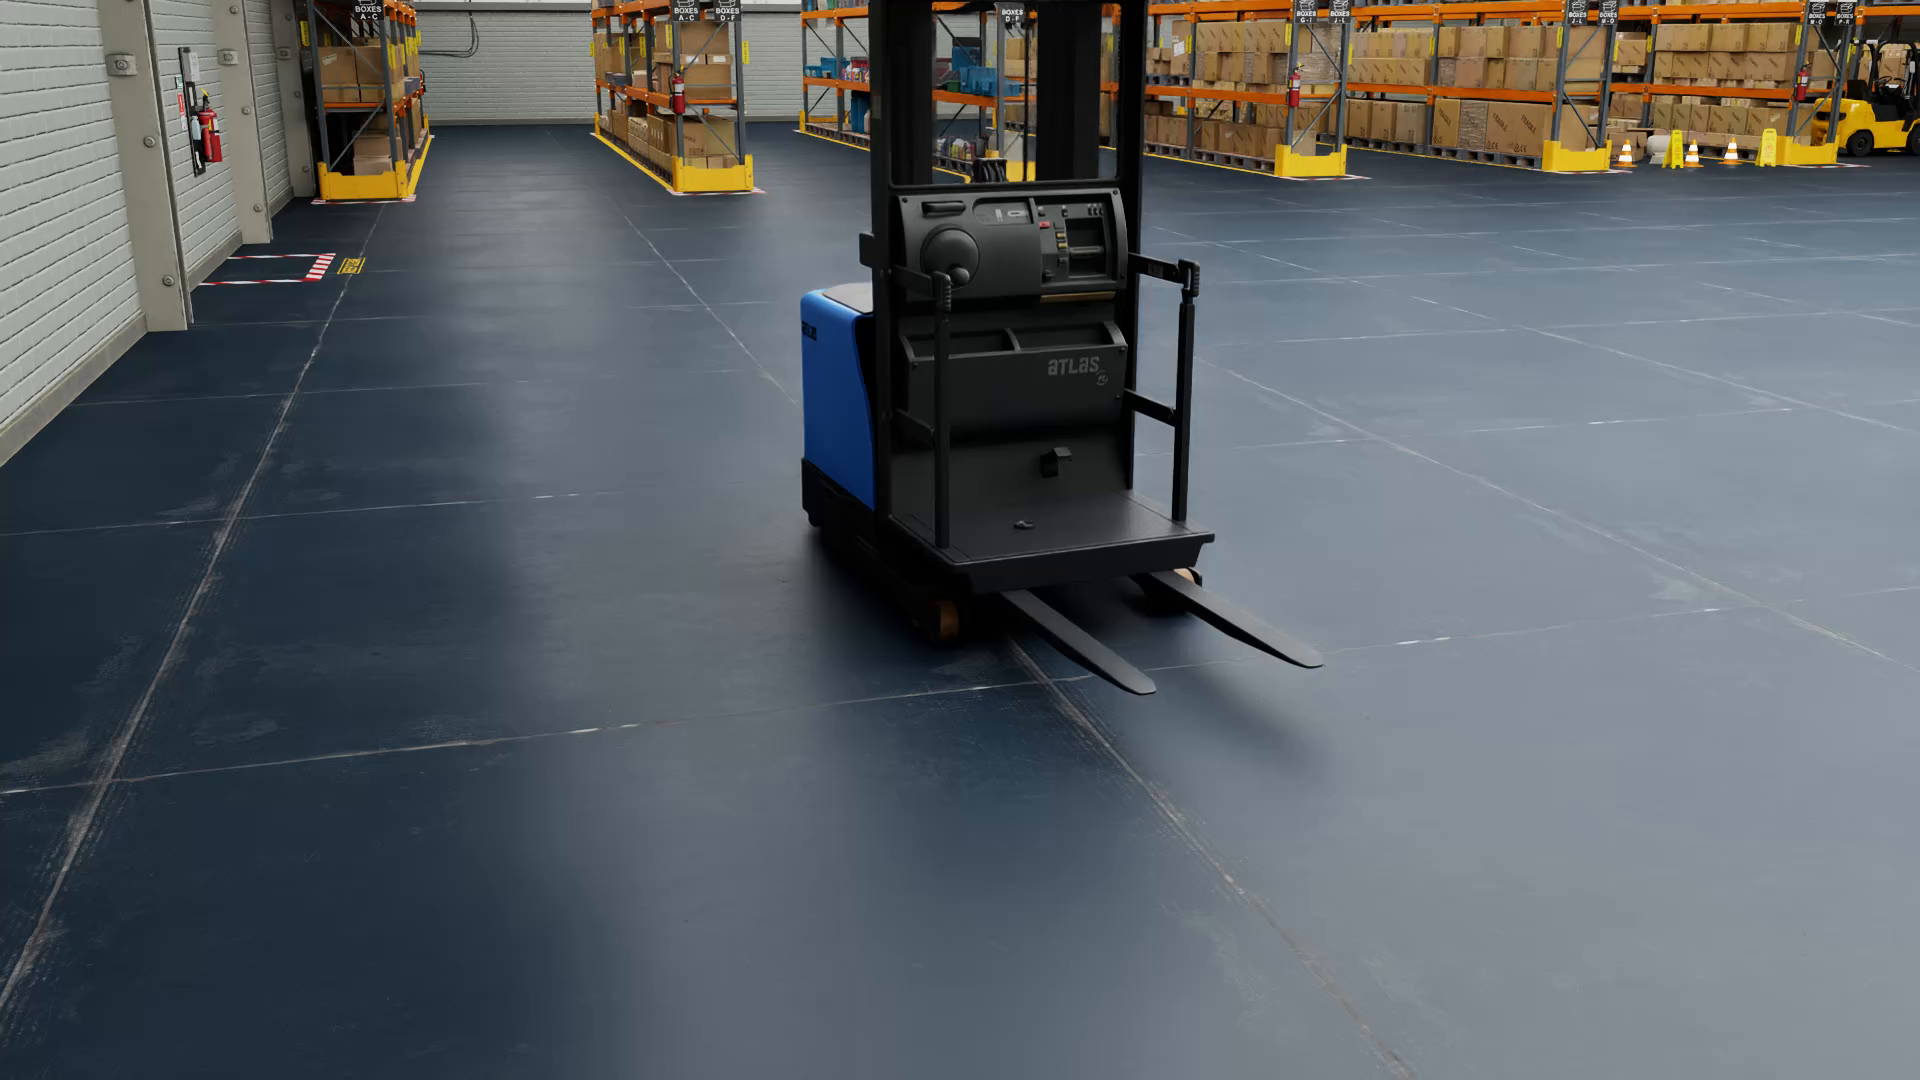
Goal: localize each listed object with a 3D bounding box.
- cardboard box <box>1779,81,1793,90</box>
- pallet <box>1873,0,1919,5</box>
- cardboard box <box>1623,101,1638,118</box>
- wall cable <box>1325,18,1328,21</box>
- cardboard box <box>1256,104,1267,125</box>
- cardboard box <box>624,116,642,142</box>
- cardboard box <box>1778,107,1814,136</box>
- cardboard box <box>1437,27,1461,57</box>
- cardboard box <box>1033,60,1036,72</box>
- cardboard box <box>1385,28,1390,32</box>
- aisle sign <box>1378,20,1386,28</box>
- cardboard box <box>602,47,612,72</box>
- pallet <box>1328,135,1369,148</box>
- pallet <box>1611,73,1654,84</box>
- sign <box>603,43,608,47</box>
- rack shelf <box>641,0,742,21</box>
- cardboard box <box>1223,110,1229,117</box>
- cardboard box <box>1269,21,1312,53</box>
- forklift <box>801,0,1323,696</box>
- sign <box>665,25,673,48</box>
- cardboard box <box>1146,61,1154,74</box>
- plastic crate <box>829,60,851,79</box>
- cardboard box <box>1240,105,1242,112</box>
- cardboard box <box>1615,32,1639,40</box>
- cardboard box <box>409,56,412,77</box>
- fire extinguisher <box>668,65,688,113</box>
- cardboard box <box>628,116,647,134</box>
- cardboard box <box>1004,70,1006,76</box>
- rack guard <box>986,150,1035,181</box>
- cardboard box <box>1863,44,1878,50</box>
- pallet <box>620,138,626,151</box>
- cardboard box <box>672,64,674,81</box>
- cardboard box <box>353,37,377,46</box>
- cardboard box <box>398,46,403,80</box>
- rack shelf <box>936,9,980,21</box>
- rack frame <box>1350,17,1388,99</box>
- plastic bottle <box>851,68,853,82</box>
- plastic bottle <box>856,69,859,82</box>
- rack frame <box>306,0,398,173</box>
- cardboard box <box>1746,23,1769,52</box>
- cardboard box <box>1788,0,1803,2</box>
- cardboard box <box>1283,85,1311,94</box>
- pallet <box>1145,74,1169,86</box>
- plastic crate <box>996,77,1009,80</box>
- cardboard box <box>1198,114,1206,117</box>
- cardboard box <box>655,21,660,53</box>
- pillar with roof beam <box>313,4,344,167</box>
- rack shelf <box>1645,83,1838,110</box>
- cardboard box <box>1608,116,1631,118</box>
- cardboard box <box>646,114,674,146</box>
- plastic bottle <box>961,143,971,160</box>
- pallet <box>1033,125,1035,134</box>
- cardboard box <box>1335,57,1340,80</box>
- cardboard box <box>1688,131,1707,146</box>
[{"bbox_3d":[15.047,-8.222,30.045,0.380,0.149,0.250,-4,17,-13],"label":"cardboard box"},{"bbox_3d":[19.287,-10.916,33.517,1.003,0.211,1.213,-5,17,-15],"label":"pallet"},{"bbox_3d":[16.901,-10.674,41.388,0.500,0.500,0.500,-5,17,-16],"label":"cardboard box"},{"bbox_3d":[10.747,-14.841,49.879,0.588,1.984,0.122,-5,17,-15],"label":"wall cable"},{"bbox_3d":[7.274,-9.934,38.924,0.500,0.500,0.500,-4,17,-13],"label":"cardboard box"},{"bbox_3d":[-6.380,-8.156,32.972,0.500,0.500,0.500,-4,17,-13],"label":"cardboard box"},{"bbox_3d":[15.392,-7.750,30.786,0.500,0.500,0.500,-5,18,-17],"label":"cardboard box"},{"bbox_3d":[9.593,-9.427,31.483,0.875,0.550,0.550,-5,17,-15],"label":"cardboard box"},{"bbox_3d":[2.011,-11.106,38.955,0.500,0.250,0.500,-4,17,-14],"label":"cardboard box"},{"bbox_3d":[11.132,-13.039,42.605,0.380,0.149,0.250,-5,17,-15],"label":"cardboard box"},{"bbox_3d":[11.236,-13.971,44.229,0.394,0.787,0.004,-5,17,-15],"label":"aisle sign"},{"bbox_3d":[-7.082,-10.109,34.989,0.700,0.500,0.500,-12,20,-34],"label":"cardboard box"},{"bbox_3d":[8.569,-8.490,35.347,1.003,0.211,1.213,-5,17,-15],"label":"pallet"},{"bbox_3d":[14.186,-9.493,34.174,1.003,0.211,1.213,-5,17,-15],"label":"pallet"},{"bbox_3d":[-7.517,-10.379,35.285,0.100,0.325,0.005,-5,17,-15],"label":"sign"},{"bbox_3d":[-4.249,-8.335,26.023,1.077,0.370,4.000,-5,17,-15],"label":"rack shelf"},{"bbox_3d":[6.693,-10.488,40.863,0.380,0.149,0.250,-4,17,-14],"label":"cardboard box"},{"bbox_3d":[5.438,-8.274,27.353,0.500,0.500,0.500,-5,17,-15],"label":"cardboard box"},{"bbox_3d":[0.293,-1.157,6.209,1.130,2.935,3.031,-7,18,-21],"label":"forklift"},{"bbox_3d":[-4.225,-7.319,24.178,0.100,0.325,0.005,-5,17,-15],"label":"sign"},{"bbox_3d":[3.868,-9.332,32.837,0.500,0.250,0.500,-5,17,-17],"label":"cardboard box"},{"bbox_3d":[-2.690,-10.523,37.193,0.392,0.384,0.575,-5,17,-15],"label":"plastic crate"},{"bbox_3d":[6.869,-10.422,40.124,0.380,0.149,0.250,-4,17,-15],"label":"cardboard box"},{"bbox_3d":[13.710,-10.363,34.191,0.380,0.149,0.250,-5,17,-17],"label":"cardboard box"},{"bbox_3d":[-10.682,-9.010,31.508,0.500,0.500,0.500,-4,17,-13],"label":"cardboard box"},{"bbox_3d":[-4.113,-6.583,24.289,0.296,0.674,0.183,-5,17,-15],"label":"fire extinguisher"},{"bbox_3d":[-6.036,-7.887,31.571,0.500,0.311,0.500,-4,17,-13],"label":"cardboard box"},{"bbox_3d":[1.282,-11.582,41.233,0.380,0.149,0.250,-5,17,-16],"label":"cardboard box"},{"bbox_3d":[0.998,-5.901,26.227,1.175,0.500,0.348,-5,17,-15],"label":"rack guard"},{"bbox_3d":[18.830,-10.145,34.192,0.380,0.149,0.250,-4,17,-14],"label":"cardboard box"},{"bbox_3d":[-6.398,-8.113,34.096,1.003,0.211,1.213,-5,17,-15],"label":"pallet"},{"bbox_3d":[-4.095,-7.151,25.869,0.700,0.500,0.500,-5,17,-15],"label":"cardboard box"},{"bbox_3d":[-11.034,-9.174,30.750,0.500,0.250,0.500,-4,17,-14],"label":"cardboard box"},{"bbox_3d":[-8.990,-7.457,25.984,0.500,0.500,0.500,-5,17,-16],"label":"cardboard box"},{"bbox_3d":[-0.584,-9.832,31.006,1.077,0.370,4.000,-5,17,-15],"label":"rack shelf"},{"bbox_3d":[10.958,-12.681,44.455,1.000,3.000,0.127,-5,17,-15],"label":"rack frame"},{"bbox_3d":[-2.299,-9.963,35.609,0.061,0.283,0.133,-5,17,-15],"label":"plastic bottle"},{"bbox_3d":[-2.149,-9.825,35.171,0.097,0.271,0.097,0,17,0],"label":"plastic bottle"},{"bbox_3d":[-8.461,-6.297,23.202,1.000,3.000,0.127,-5,17,-15],"label":"rack frame"},{"bbox_3d":[14.873,-9.189,30.401,0.700,0.500,0.500,-5,17,-15],"label":"cardboard box"},{"bbox_3d":[14.988,-9.648,29.581,0.380,0.149,0.250,-5,17,-15],"label":"cardboard box"},{"bbox_3d":[5.550,-7.414,27.357,0.380,0.149,0.250,-5,17,-15],"label":"cardboard box"},{"bbox_3d":[4.212,-9.049,32.695,1.003,0.211,1.213,-5,17,-15],"label":"pallet"},{"bbox_3d":[0.530,-7.831,28.566,0.499,0.251,0.616,-5,17,-15],"label":"plastic crate"},{"bbox_3d":[6.253,-10.714,42.131,0.380,0.149,0.250,-4,17,-15],"label":"cardboard box"},{"bbox_3d":[-4.670,-8.343,27.584,0.700,0.500,0.500,-5,17,-15],"label":"cardboard box"},{"bbox_3d":[-6.995,-11.296,29.414,9.100,9.000,0.400,-5,17,-15],"label":"pillar with roof beam"},{"bbox_3d":[14.806,-8.464,31.666,1.077,0.370,4.000,-5,17,-15],"label":"rack shelf"},{"bbox_3d":[13.716,-8.840,35.506,0.950,0.372,0.625,-4,17,-13],"label":"cardboard box"},{"bbox_3d":[-4.972,-6.887,27.910,0.500,0.500,0.500,-5,17,-15],"label":"cardboard box"},{"bbox_3d":[0.095,-6.532,27.953,0.152,0.276,0.135,-5,17,-15],"label":"plastic bottle"},{"bbox_3d":[2.395,-9.672,39.285,1.003,0.211,1.213,-5,17,-15],"label":"pallet"},{"bbox_3d":[8.289,-9.951,35.193,0.500,0.500,0.500,-5,17,-15],"label":"cardboard box"},{"bbox_3d":[14.464,-7.768,32.149,0.500,0.250,0.500,-5,17,-16],"label":"cardboard box"}]
